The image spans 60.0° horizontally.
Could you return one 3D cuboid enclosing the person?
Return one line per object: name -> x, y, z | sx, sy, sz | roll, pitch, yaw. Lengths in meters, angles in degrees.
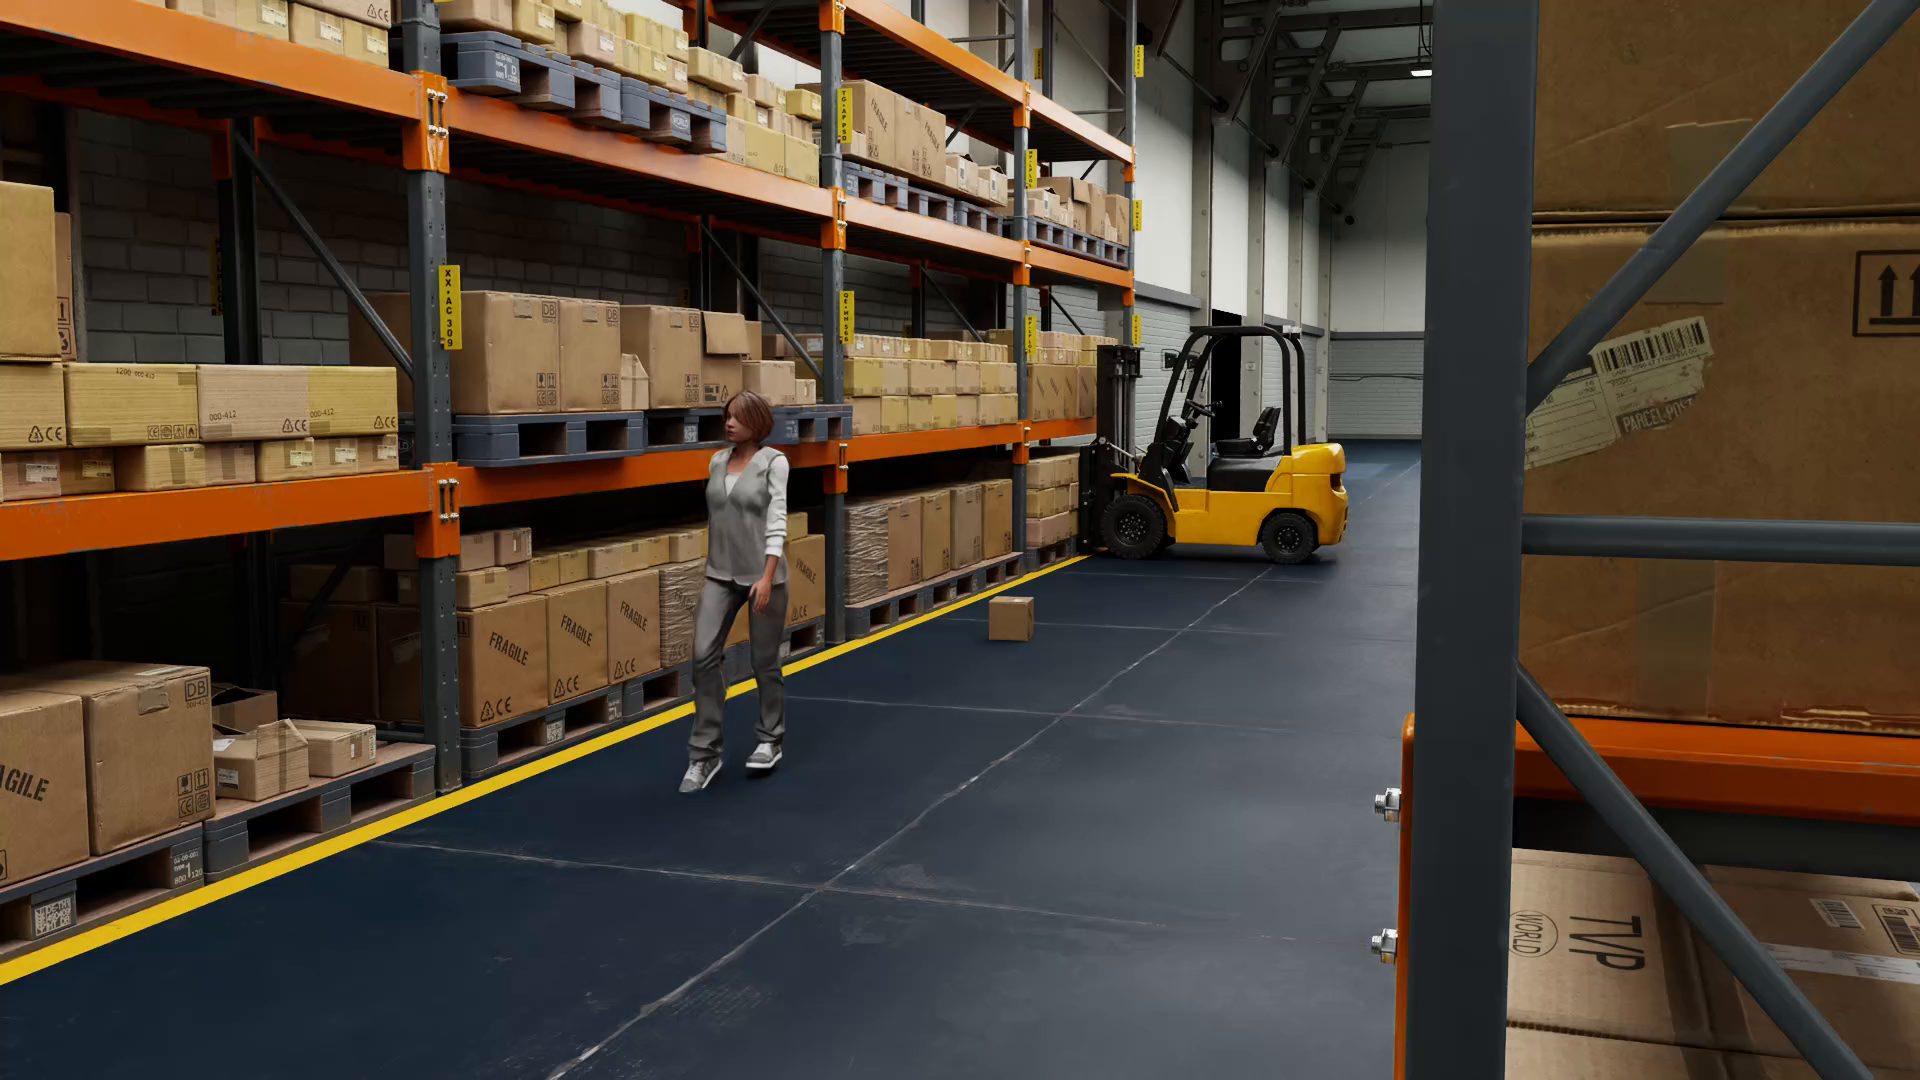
person -> -0.889, 0.212, 6.828 | 0.414, 1.648, 0.576 | 2, 6, 18
